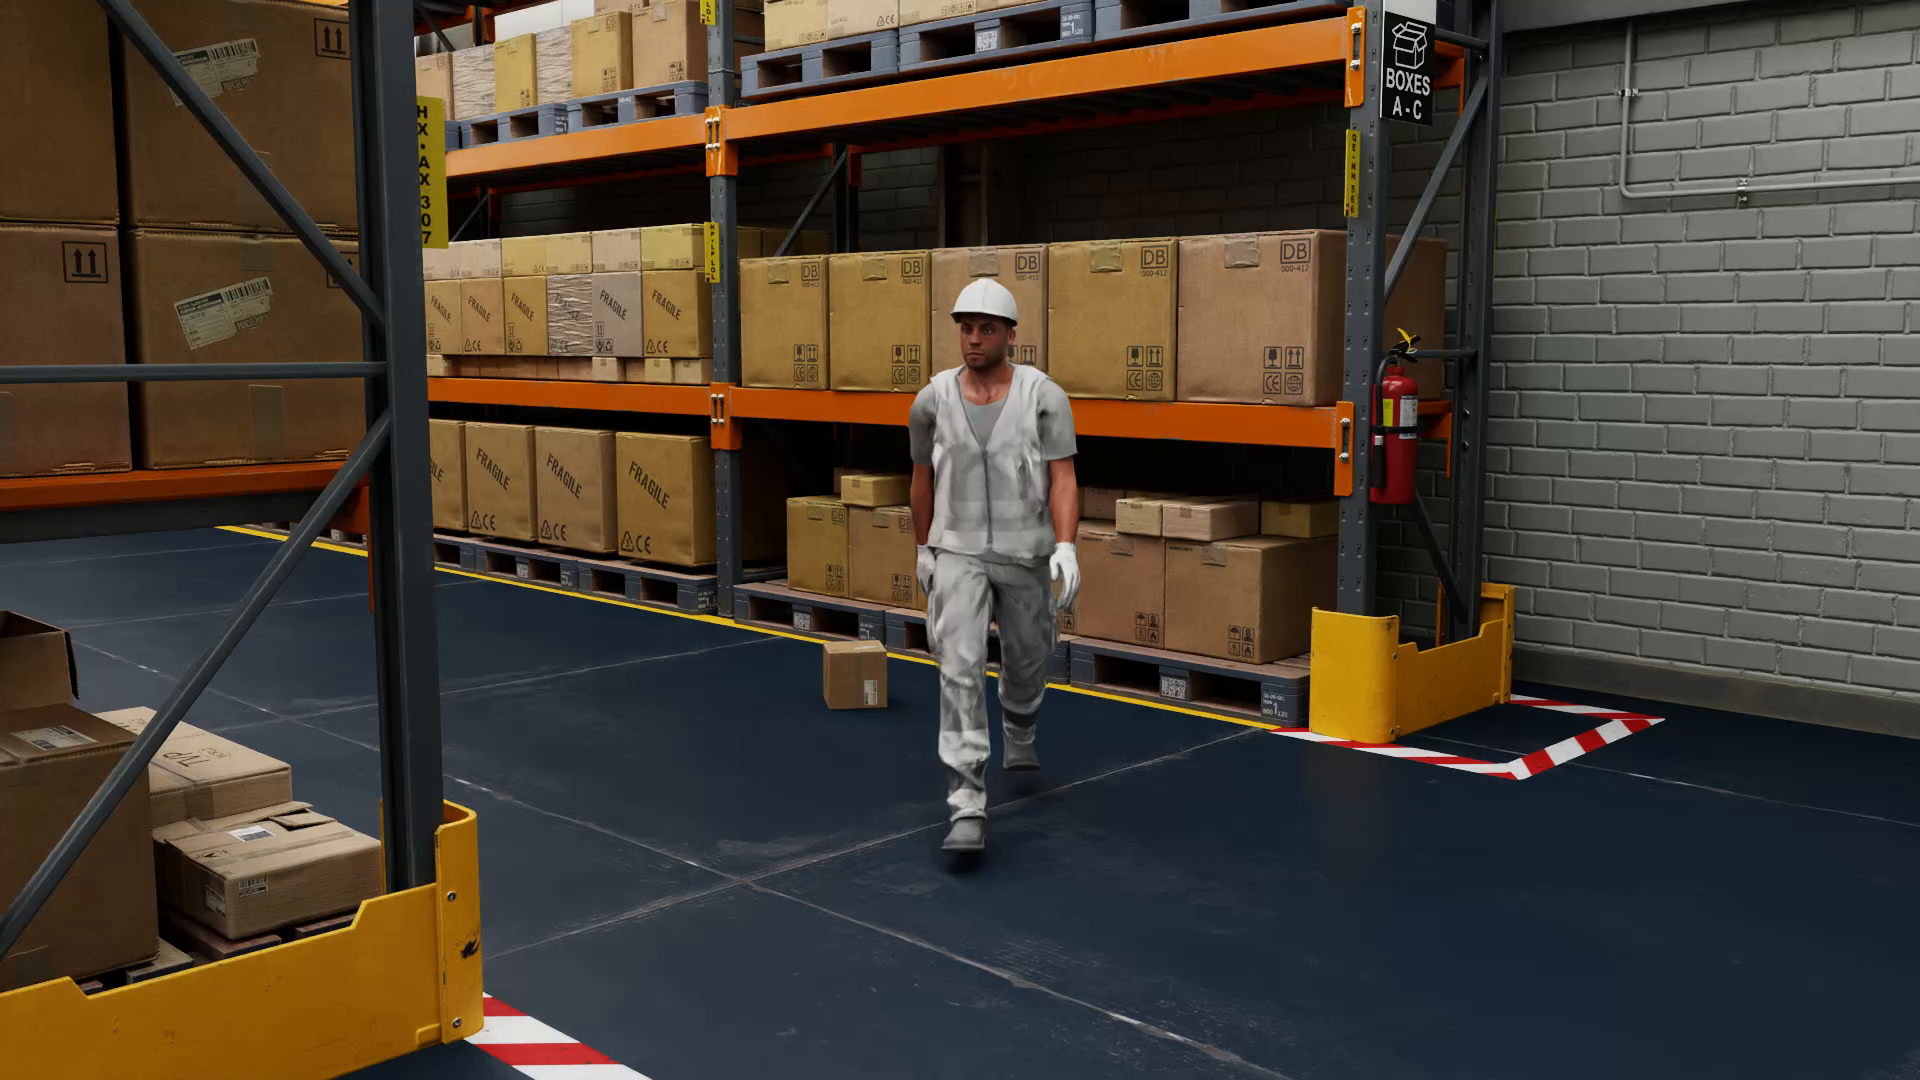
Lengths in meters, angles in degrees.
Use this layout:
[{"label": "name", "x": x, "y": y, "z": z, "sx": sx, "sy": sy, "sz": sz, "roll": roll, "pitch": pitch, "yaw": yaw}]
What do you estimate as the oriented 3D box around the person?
[{"label": "person", "x": 0.105, "y": 0.045, "z": 5.316, "sx": 0.541, "sy": 1.737, "sz": 1.110, "roll": 0, "pitch": 7, "yaw": 1}]
